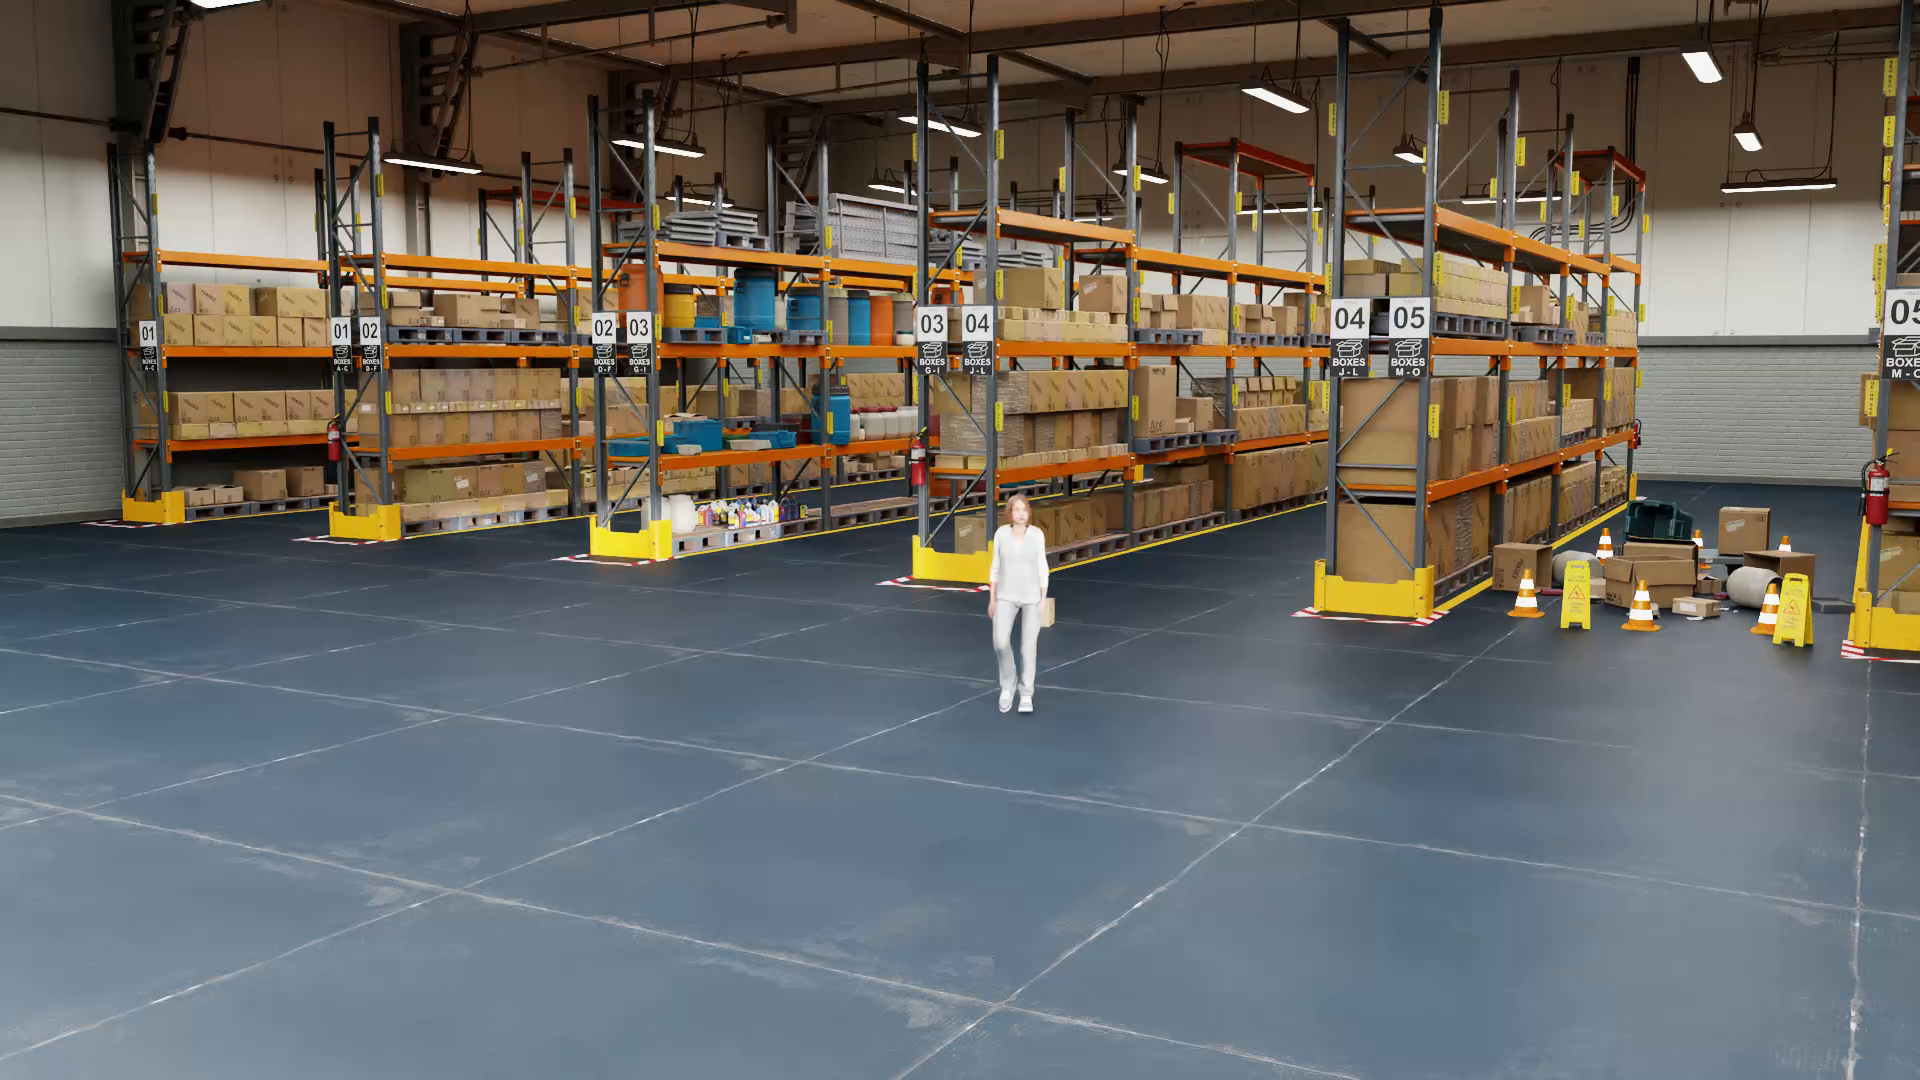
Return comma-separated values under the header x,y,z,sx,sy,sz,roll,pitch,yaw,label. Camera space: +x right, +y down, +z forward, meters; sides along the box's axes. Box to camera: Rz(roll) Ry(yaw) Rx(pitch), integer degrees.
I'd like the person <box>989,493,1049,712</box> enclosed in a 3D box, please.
x,y,z,sx,sy,sz,roll,pitch,yaw,label
0.427,0.462,12.064,0.440,1.600,0.434,0,6,3,person
